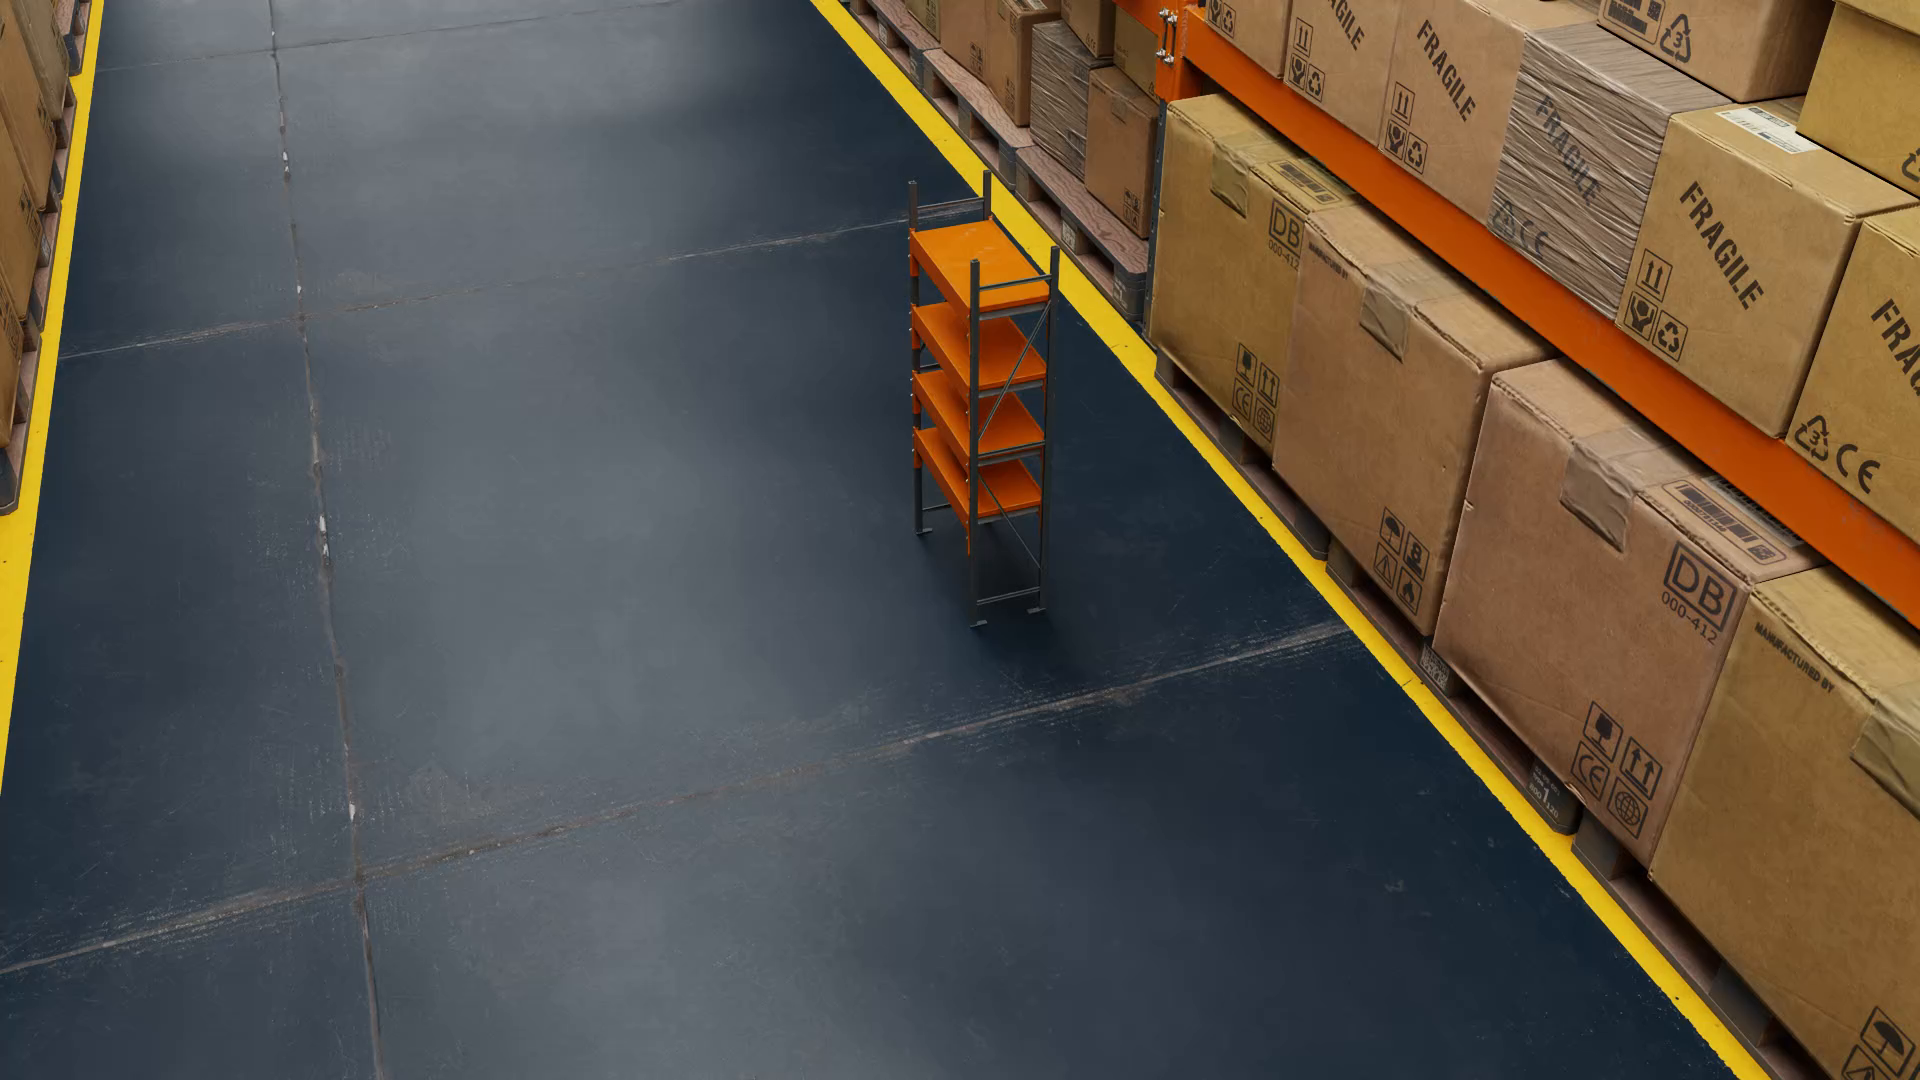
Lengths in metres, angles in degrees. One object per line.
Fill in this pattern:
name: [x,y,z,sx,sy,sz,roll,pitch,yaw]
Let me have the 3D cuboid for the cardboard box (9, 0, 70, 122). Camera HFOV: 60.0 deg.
cardboard box: [-4.597,-2.256,7.273,1.050,0.750,0.750,-13,39,-16]

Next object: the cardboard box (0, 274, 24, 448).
cardboard box: [-3.644,-0.691,5.195,1.050,0.750,0.750,-13,39,-17]

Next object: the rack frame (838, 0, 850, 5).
rack frame: [-0.203,-4.289,8.451,1.000,3.000,0.127,-12,39,-16]

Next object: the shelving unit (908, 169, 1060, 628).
shelving unit: [0.057,-0.386,4.765,0.258,1.200,0.503,-12,39,-16]

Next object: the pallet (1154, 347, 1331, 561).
pallet: [1.374,-0.454,5.678,1.003,0.211,1.213,-12,39,-16]

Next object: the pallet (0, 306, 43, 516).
pallet: [-3.719,-0.406,5.614,1.003,0.211,1.213,-12,39,-16]

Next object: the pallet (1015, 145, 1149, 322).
pallet: [0.906,-1.357,6.876,1.003,0.211,1.213,-12,39,-16]

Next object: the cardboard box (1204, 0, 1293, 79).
cardboard box: [1.085,-1.738,4.981,0.500,0.500,0.500,-11,38,-15]

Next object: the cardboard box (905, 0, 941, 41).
cardboard box: [0.134,-2.841,8.241,0.700,0.500,0.500,-13,39,-16]

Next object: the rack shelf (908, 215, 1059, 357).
rack shelf: [0.057,-0.700,4.528,0.258,0.148,0.480,-12,39,-16]

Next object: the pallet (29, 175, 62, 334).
pallet: [-4.135,-1.095,6.528,1.003,0.211,1.213,-12,39,-16]

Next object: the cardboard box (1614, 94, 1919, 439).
cardboard box: [1.782,-0.592,3.459,0.500,0.500,0.500,-13,39,-16]

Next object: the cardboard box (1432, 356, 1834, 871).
cardboard box: [2.002,0.049,4.108,1.225,0.875,0.875,-14,39,-18]

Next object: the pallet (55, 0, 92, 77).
pallet: [-5.083,-2.651,8.594,1.003,0.211,1.213,-12,39,-16]

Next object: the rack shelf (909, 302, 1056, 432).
rack shelf: [0.057,-0.511,4.671,0.258,0.148,0.480,-12,39,-16]

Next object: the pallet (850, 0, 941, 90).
pallet: [0.066,-2.735,8.706,1.003,0.211,1.213,-12,39,-16]

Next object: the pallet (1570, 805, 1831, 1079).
pallet: [2.213,0.924,3.848,1.003,0.211,1.213,-12,39,-16]

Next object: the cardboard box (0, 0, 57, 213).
cardboard box: [-4.269,-1.710,6.548,1.050,0.750,0.750,-12,39,-16]

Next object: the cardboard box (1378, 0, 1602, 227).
cardboard box: [1.444,-1.159,4.212,0.500,0.500,0.500,-13,39,-17]

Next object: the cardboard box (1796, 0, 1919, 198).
cardboard box: [2.097,-0.959,3.114,0.797,0.503,0.637,-12,39,-15]

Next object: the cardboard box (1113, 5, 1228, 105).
cardboard box: [0.914,-1.878,6.339,0.500,0.250,0.500,-11,38,-14]

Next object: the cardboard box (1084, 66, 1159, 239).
cardboard box: [0.924,-1.581,6.567,0.700,0.500,0.500,-14,39,-18]

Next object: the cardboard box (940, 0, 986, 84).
cardboard box: [0.327,-2.525,7.822,0.700,0.500,0.500,-16,40,-20]

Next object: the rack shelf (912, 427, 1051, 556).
rack shelf: [0.057,-0.173,4.925,0.258,0.148,0.480,-12,39,-16]

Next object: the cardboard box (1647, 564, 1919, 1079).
cardboard box: [2.311,0.554,3.438,1.225,0.875,0.875,-12,39,-16]

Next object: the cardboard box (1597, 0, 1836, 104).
cardboard box: [1.868,-1.307,3.575,0.797,0.503,0.637,-11,38,-14]

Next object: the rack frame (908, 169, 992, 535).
rack frame: [-0.027,-0.524,4.948,0.240,1.200,0.015,-12,39,-16]

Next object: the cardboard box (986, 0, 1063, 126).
cardboard box: [0.519,-2.210,7.403,0.700,0.500,0.500,-9,38,-12]

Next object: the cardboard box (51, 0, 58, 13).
cardboard box: [-5.046,-3.008,8.167,0.875,0.875,0.875,-12,39,-15]

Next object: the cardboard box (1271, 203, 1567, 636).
cardboard box: [1.691,-0.449,4.770,1.225,0.875,0.875,-12,39,-16]

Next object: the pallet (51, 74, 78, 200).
pallet: [-4.559,-1.785,7.444,1.003,0.211,1.213,-12,39,-16]

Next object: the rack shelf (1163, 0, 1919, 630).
rack shelf: [1.861,-0.612,4.167,1.077,0.370,4.000,-12,39,-16]

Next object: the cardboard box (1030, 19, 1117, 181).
cardboard box: [0.721,-1.891,6.980,0.700,0.500,0.500,-16,40,-20]

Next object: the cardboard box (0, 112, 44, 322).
cardboard box: [-3.948,-1.184,5.850,1.050,0.750,0.750,-12,39,-15]

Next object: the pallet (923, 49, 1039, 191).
pallet: [0.490,-2.045,7.790,1.003,0.211,1.213,-12,39,-16]

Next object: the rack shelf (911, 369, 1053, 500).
rack shelf: [0.057,-0.332,4.805,0.258,0.148,0.480,-12,39,-16]

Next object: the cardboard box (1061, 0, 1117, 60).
cardboard box: [0.722,-2.176,6.734,0.500,0.250,0.500,-8,38,-11]

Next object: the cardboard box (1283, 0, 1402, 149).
cardboard box: [1.265,-1.447,4.595,0.500,0.500,0.500,-13,39,-17]

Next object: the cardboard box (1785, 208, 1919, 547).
cardboard box: [1.968,-0.298,3.069,0.500,0.500,0.500,-11,38,-15]

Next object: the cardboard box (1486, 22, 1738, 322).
cardboard box: [1.614,-0.876,3.836,0.500,0.500,0.500,-12,39,-16]

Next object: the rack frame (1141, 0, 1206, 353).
rack frame: [1.173,-2.029,5.451,1.000,3.000,0.127,-12,39,-16]

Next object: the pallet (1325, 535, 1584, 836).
pallet: [1.790,0.234,4.764,1.003,0.211,1.213,-12,39,-16]

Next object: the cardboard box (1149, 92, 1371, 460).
cardboard box: [1.391,-0.954,5.440,1.225,0.875,0.875,-14,39,-18]

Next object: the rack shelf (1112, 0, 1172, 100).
rack shelf: [0.485,-2.872,7.167,1.077,0.370,4.000,-12,39,-16]

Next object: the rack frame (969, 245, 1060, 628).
rack frame: [0.141,-0.248,4.582,0.240,1.200,0.015,-12,39,-16]
